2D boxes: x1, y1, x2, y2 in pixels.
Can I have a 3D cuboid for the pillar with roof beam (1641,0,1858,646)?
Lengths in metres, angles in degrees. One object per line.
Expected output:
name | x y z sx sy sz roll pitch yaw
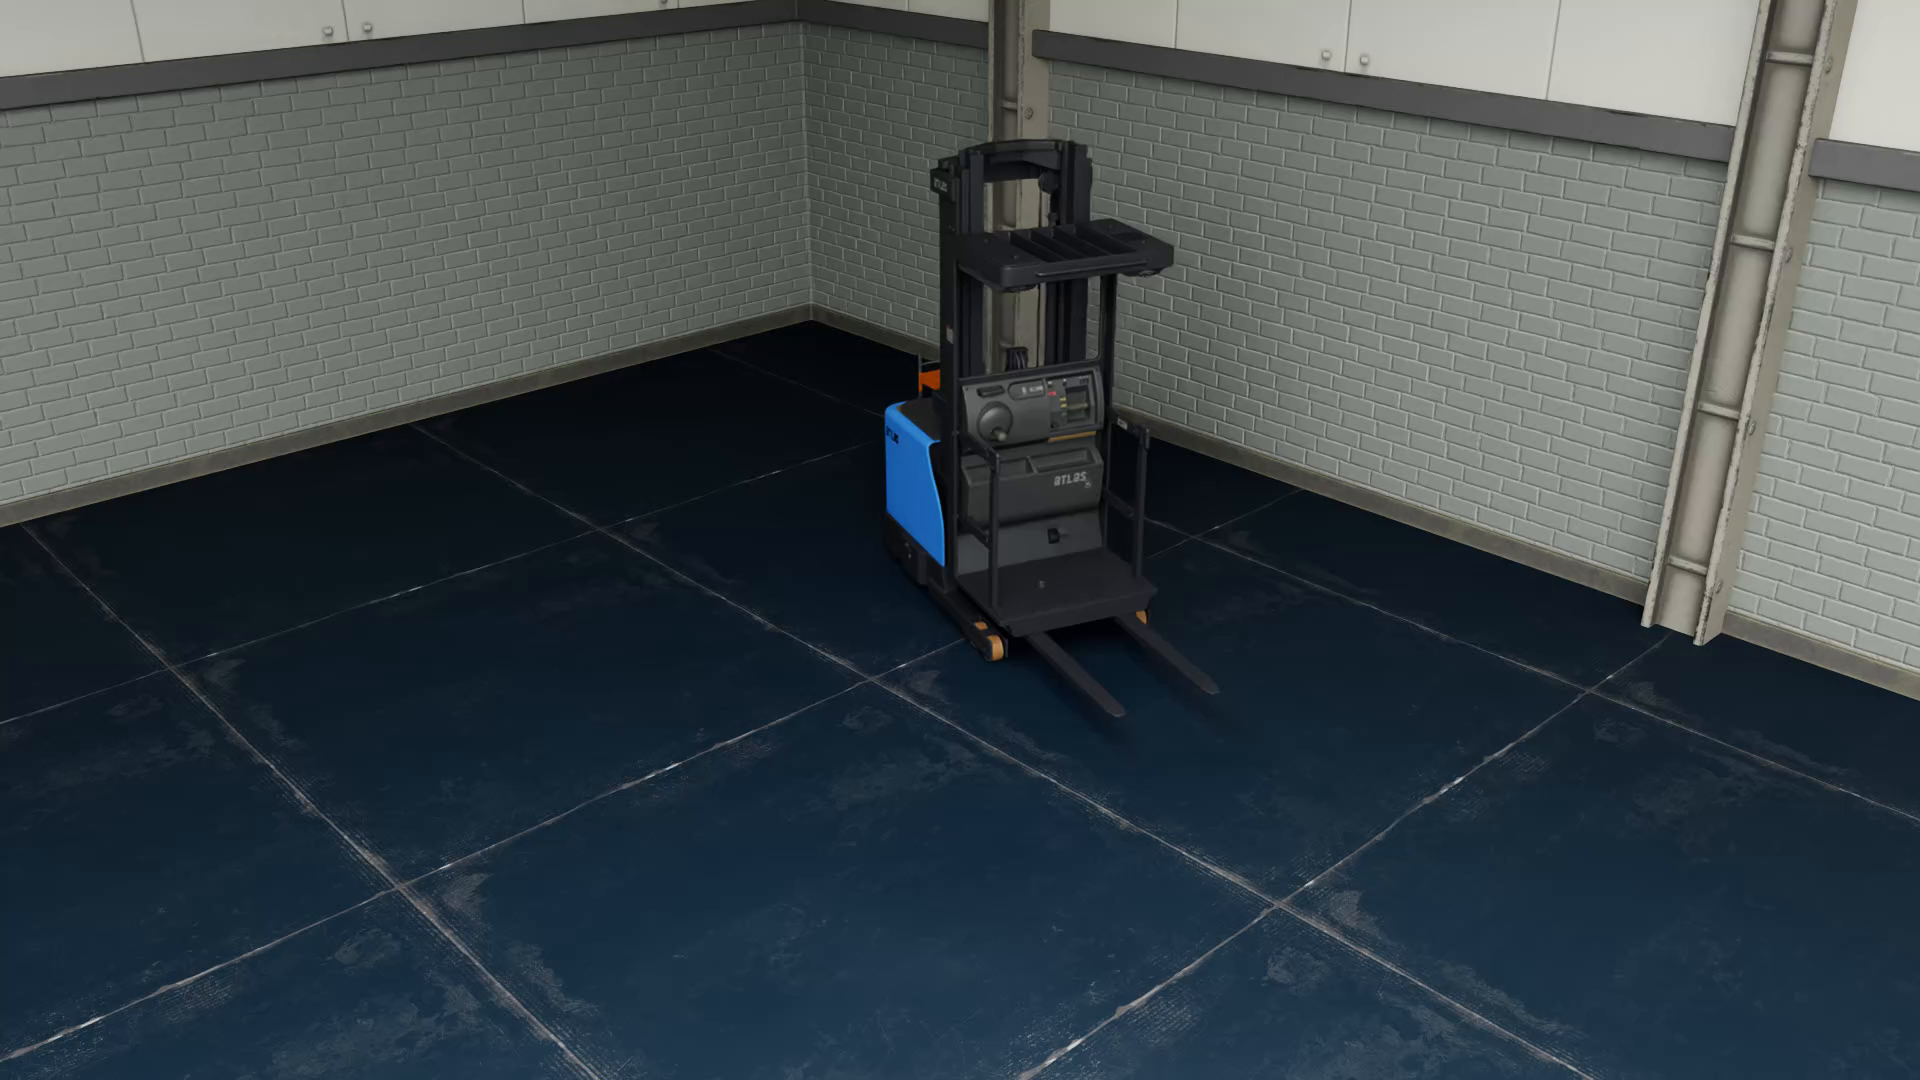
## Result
pillar with roof beam | 1.428 -2.318 5.989 9.100 9.000 0.400 -21 32 -38

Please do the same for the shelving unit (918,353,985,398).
shelving unit | -0.061 -0.712 11.866 0.258 1.200 0.503 -15 28 -29

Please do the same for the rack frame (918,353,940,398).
rack frame | -0.192 -0.798 12.054 0.240 1.200 0.015 -15 28 -29

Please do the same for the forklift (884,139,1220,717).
forklift | 0.541 -0.795 9.961 1.130 2.935 3.031 -11 27 -22

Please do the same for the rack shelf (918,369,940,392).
rack shelf | -0.061 -1.070 11.703 0.258 0.148 0.480 -15 28 -29

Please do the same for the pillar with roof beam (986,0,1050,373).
pillar with roof beam | -2.673 -4.136 9.973 9.100 9.000 0.400 -21 32 -38

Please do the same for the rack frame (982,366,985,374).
rack frame | 0.069 -0.627 11.679 0.240 1.200 0.015 -15 28 -29
